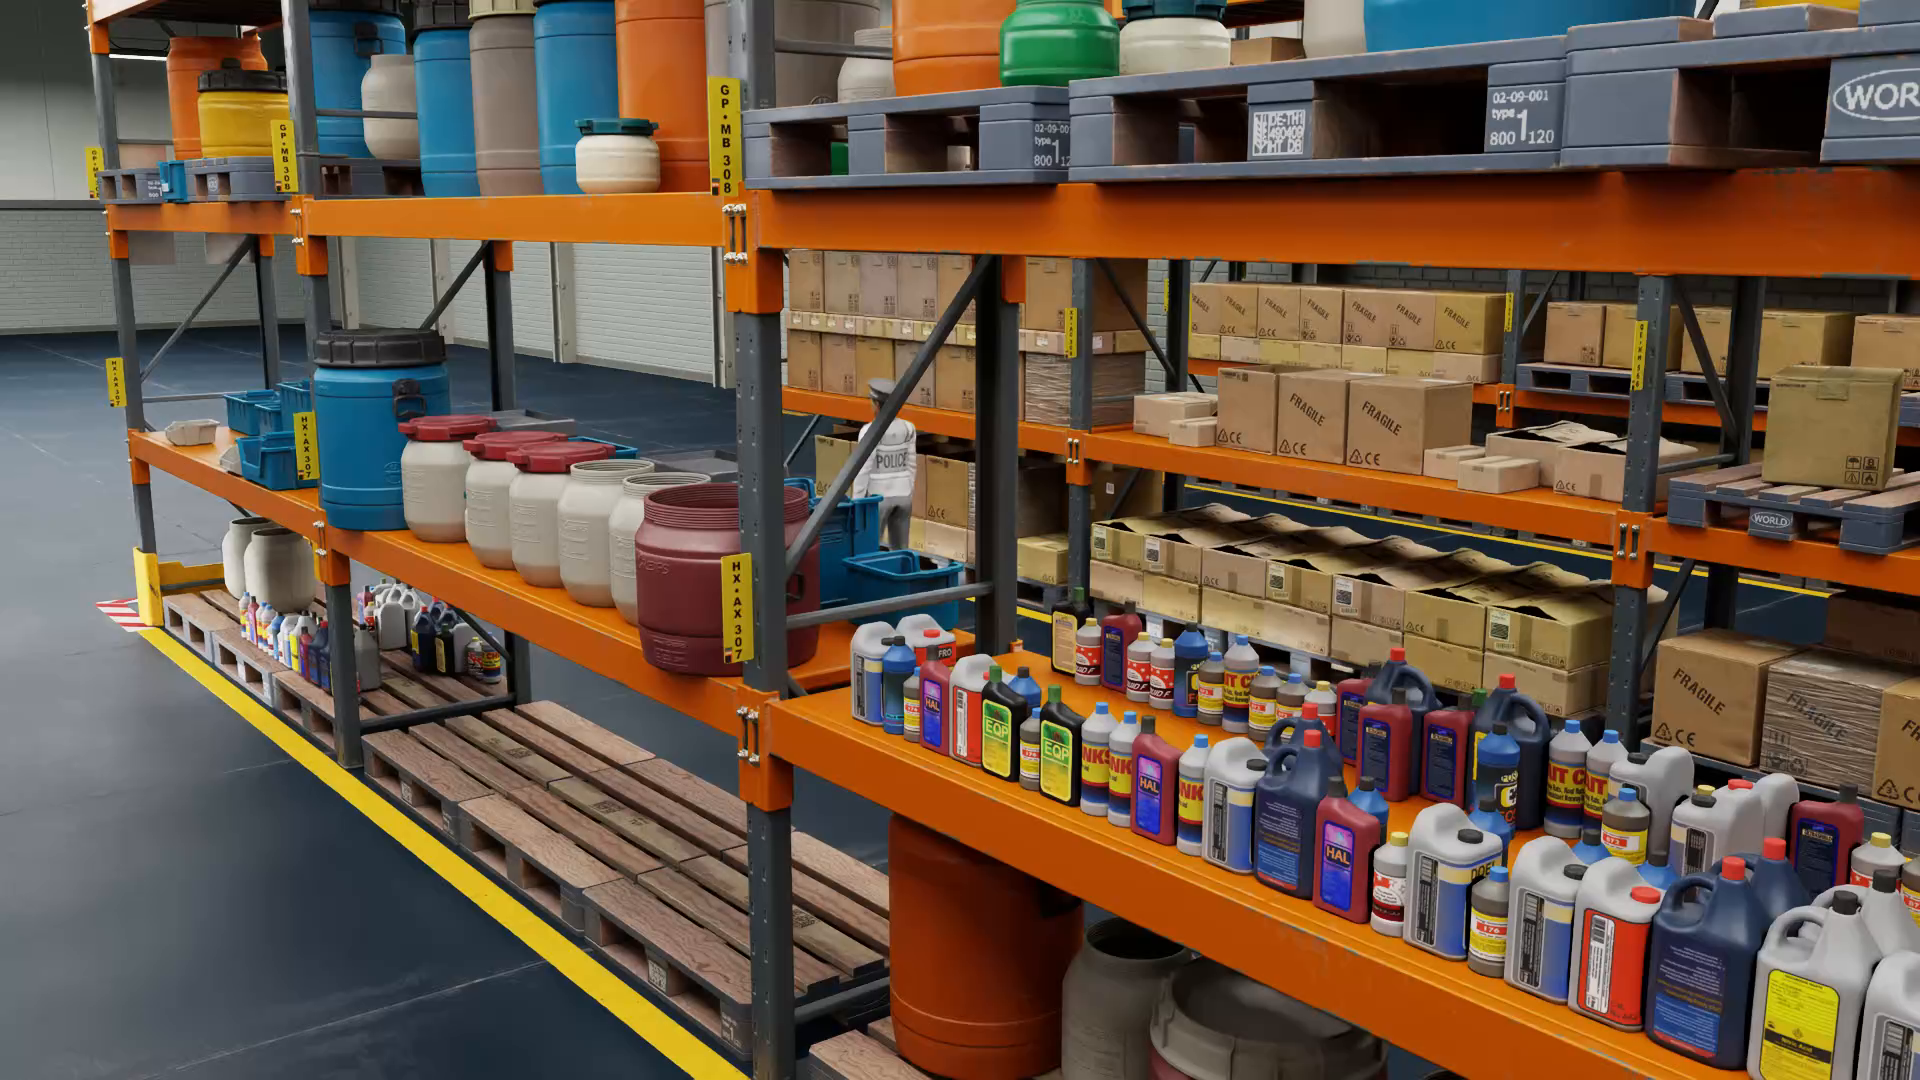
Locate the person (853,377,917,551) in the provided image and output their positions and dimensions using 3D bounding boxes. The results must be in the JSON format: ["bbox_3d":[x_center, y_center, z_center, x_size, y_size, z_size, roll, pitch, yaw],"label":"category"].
[{"bbox_3d":[-0.515,-0.248,11.217,0.477,1.692,0.339,-8,14,-37],"label":"person"}]
